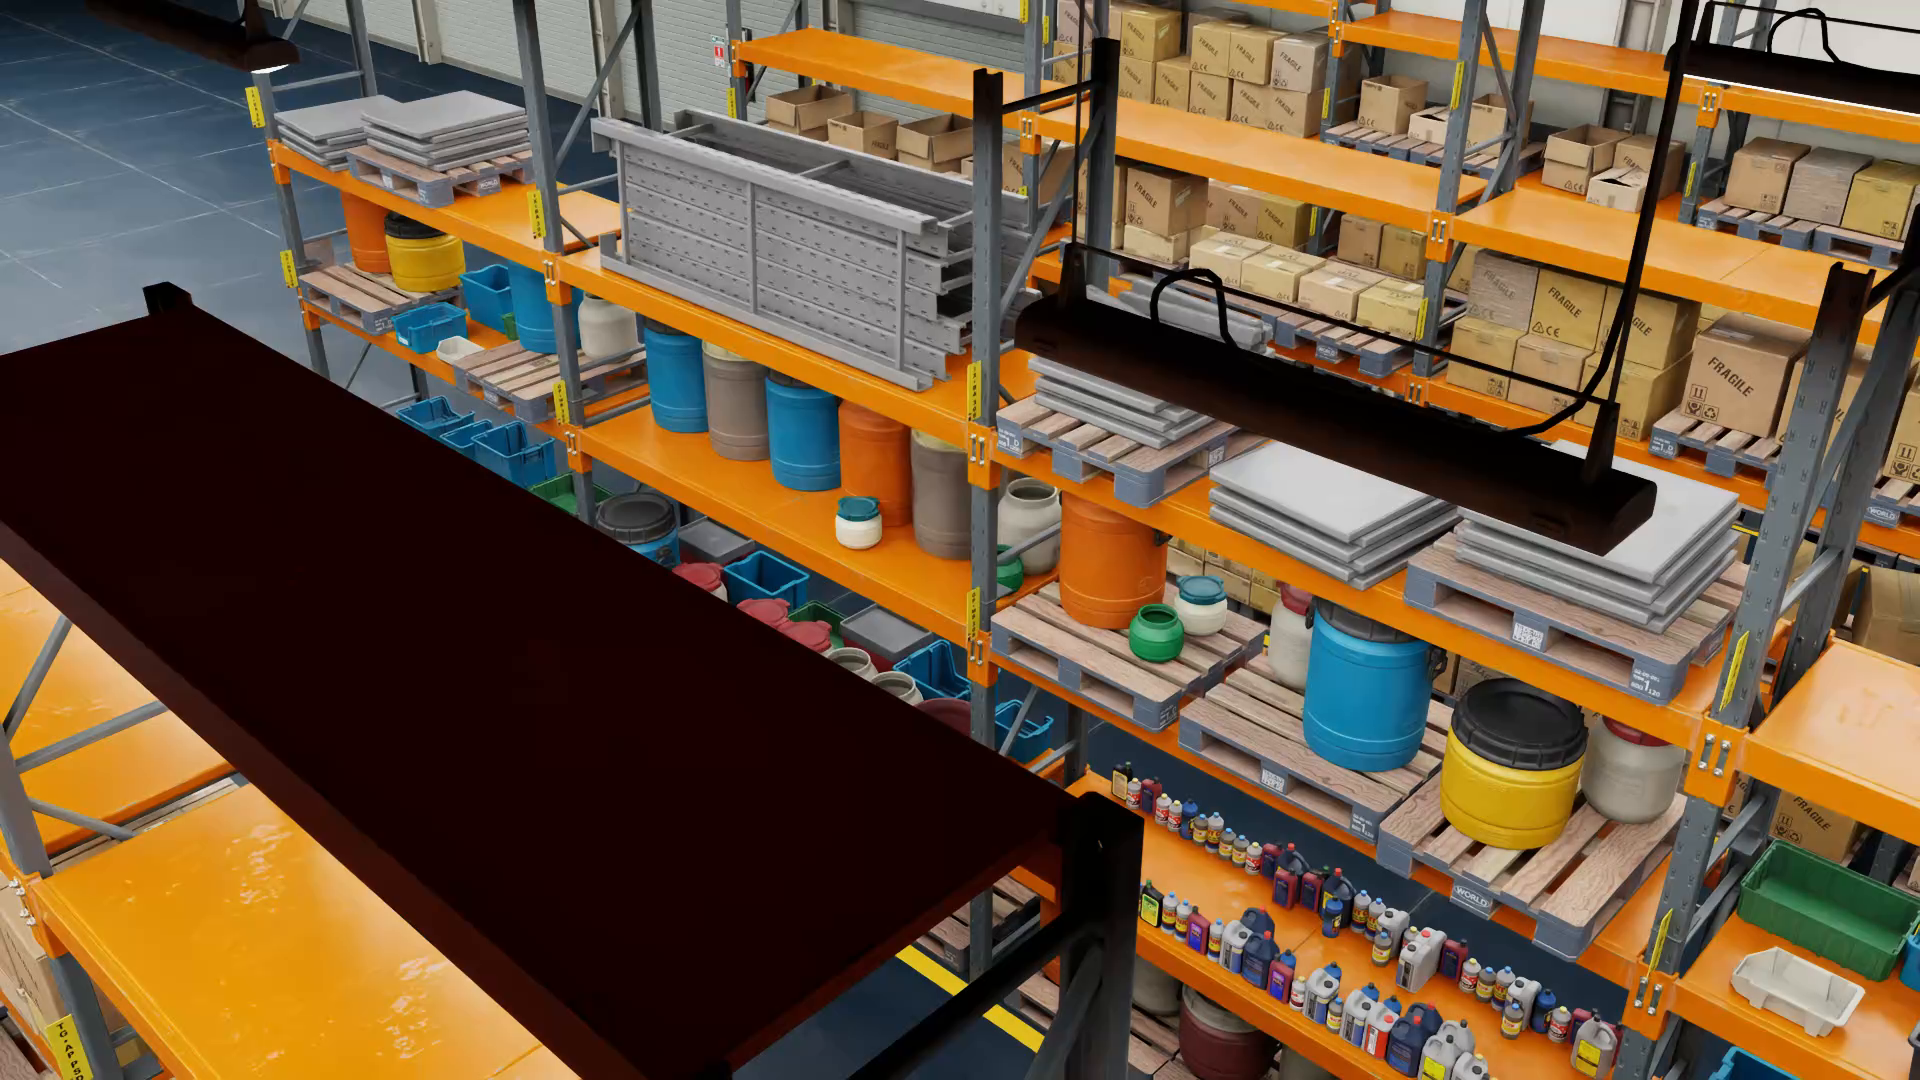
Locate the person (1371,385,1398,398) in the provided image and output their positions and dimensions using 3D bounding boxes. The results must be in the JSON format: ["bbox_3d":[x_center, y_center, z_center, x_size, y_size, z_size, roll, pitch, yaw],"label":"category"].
[{"bbox_3d":[4.257,-1.166,16.706,0.913,1.562,0.430,11,31,19],"label":"person"}]
